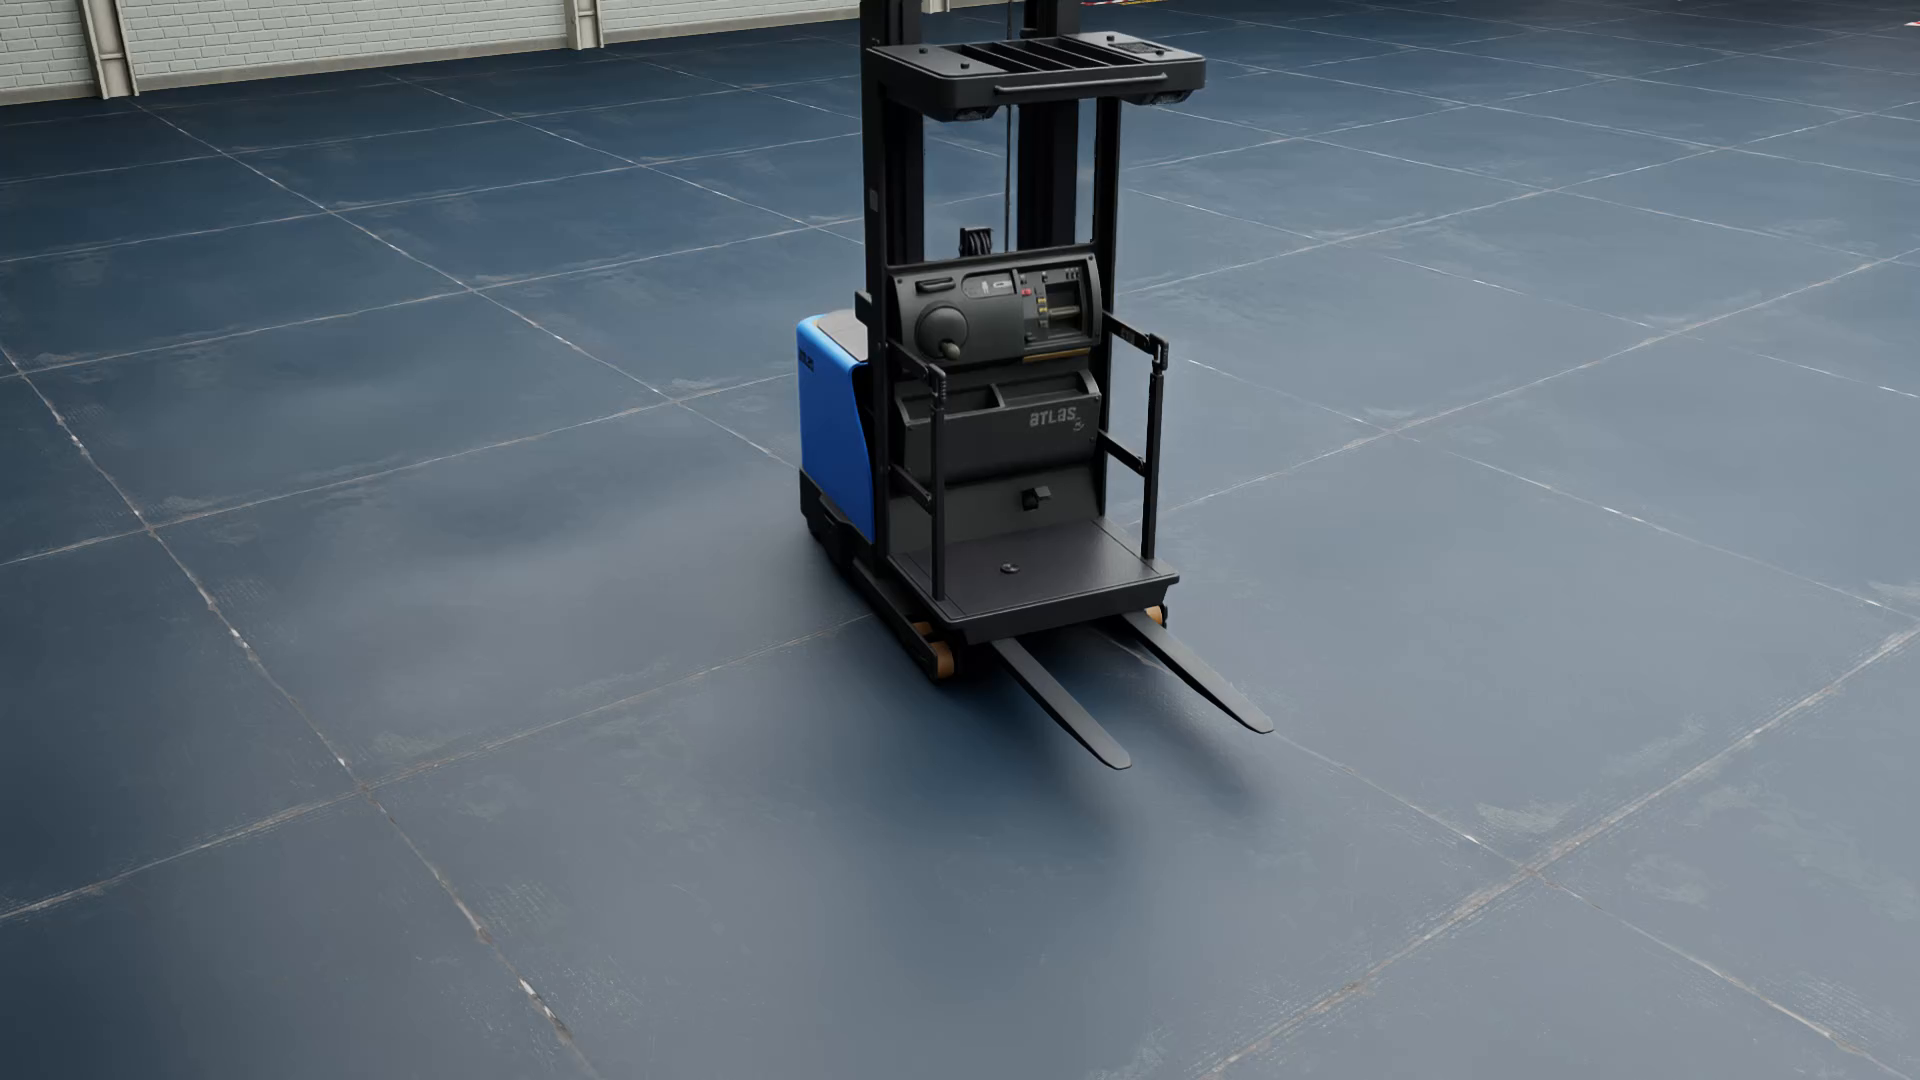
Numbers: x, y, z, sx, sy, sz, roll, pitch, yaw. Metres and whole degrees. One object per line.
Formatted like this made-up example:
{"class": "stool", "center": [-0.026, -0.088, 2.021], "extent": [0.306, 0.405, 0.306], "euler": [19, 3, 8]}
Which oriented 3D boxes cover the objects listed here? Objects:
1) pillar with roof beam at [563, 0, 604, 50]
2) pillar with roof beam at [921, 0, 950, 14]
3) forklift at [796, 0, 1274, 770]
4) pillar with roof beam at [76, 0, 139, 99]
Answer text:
{"class": "pillar with roof beam", "center": [-2.476, -9.418, 17.853], "extent": [0.400, 9.000, 9.100], "euler": [-18, 31, -34]}
{"class": "pillar with roof beam", "center": [2.246, -10.977, 21.212], "extent": [0.400, 9.000, 9.100], "euler": [-18, 31, -34]}
{"class": "forklift", "center": [0.255, -0.946, 6.807], "extent": [1.130, 2.935, 3.031], "euler": [-11, 27, -22]}
{"class": "pillar with roof beam", "center": [-7.197, -7.859, 14.495], "extent": [0.400, 9.000, 9.100], "euler": [-18, 31, -34]}
